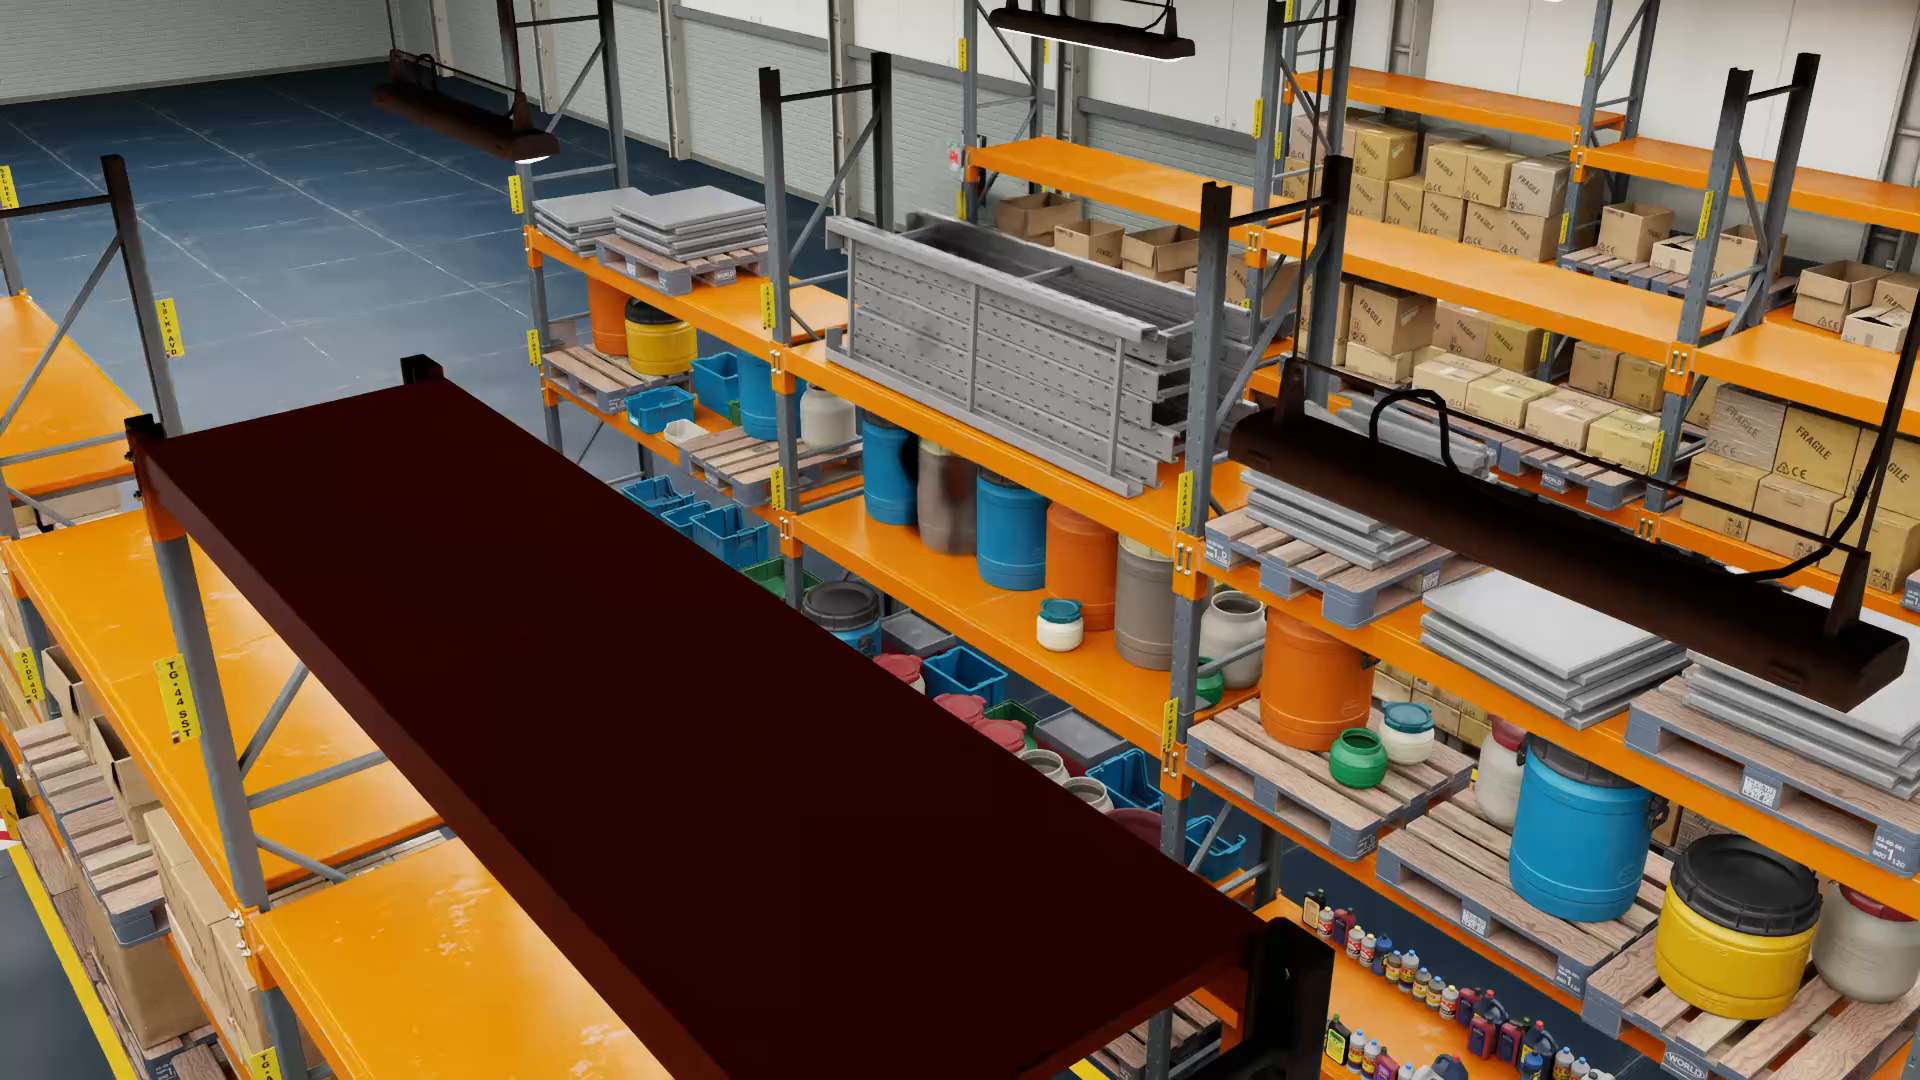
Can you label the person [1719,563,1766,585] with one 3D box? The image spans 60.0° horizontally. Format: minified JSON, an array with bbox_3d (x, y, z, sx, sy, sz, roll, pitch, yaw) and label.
[{"bbox_3d":[6.977,0.717,14.917,0.813,1.666,0.559,22,33,37],"label":"person"}]
